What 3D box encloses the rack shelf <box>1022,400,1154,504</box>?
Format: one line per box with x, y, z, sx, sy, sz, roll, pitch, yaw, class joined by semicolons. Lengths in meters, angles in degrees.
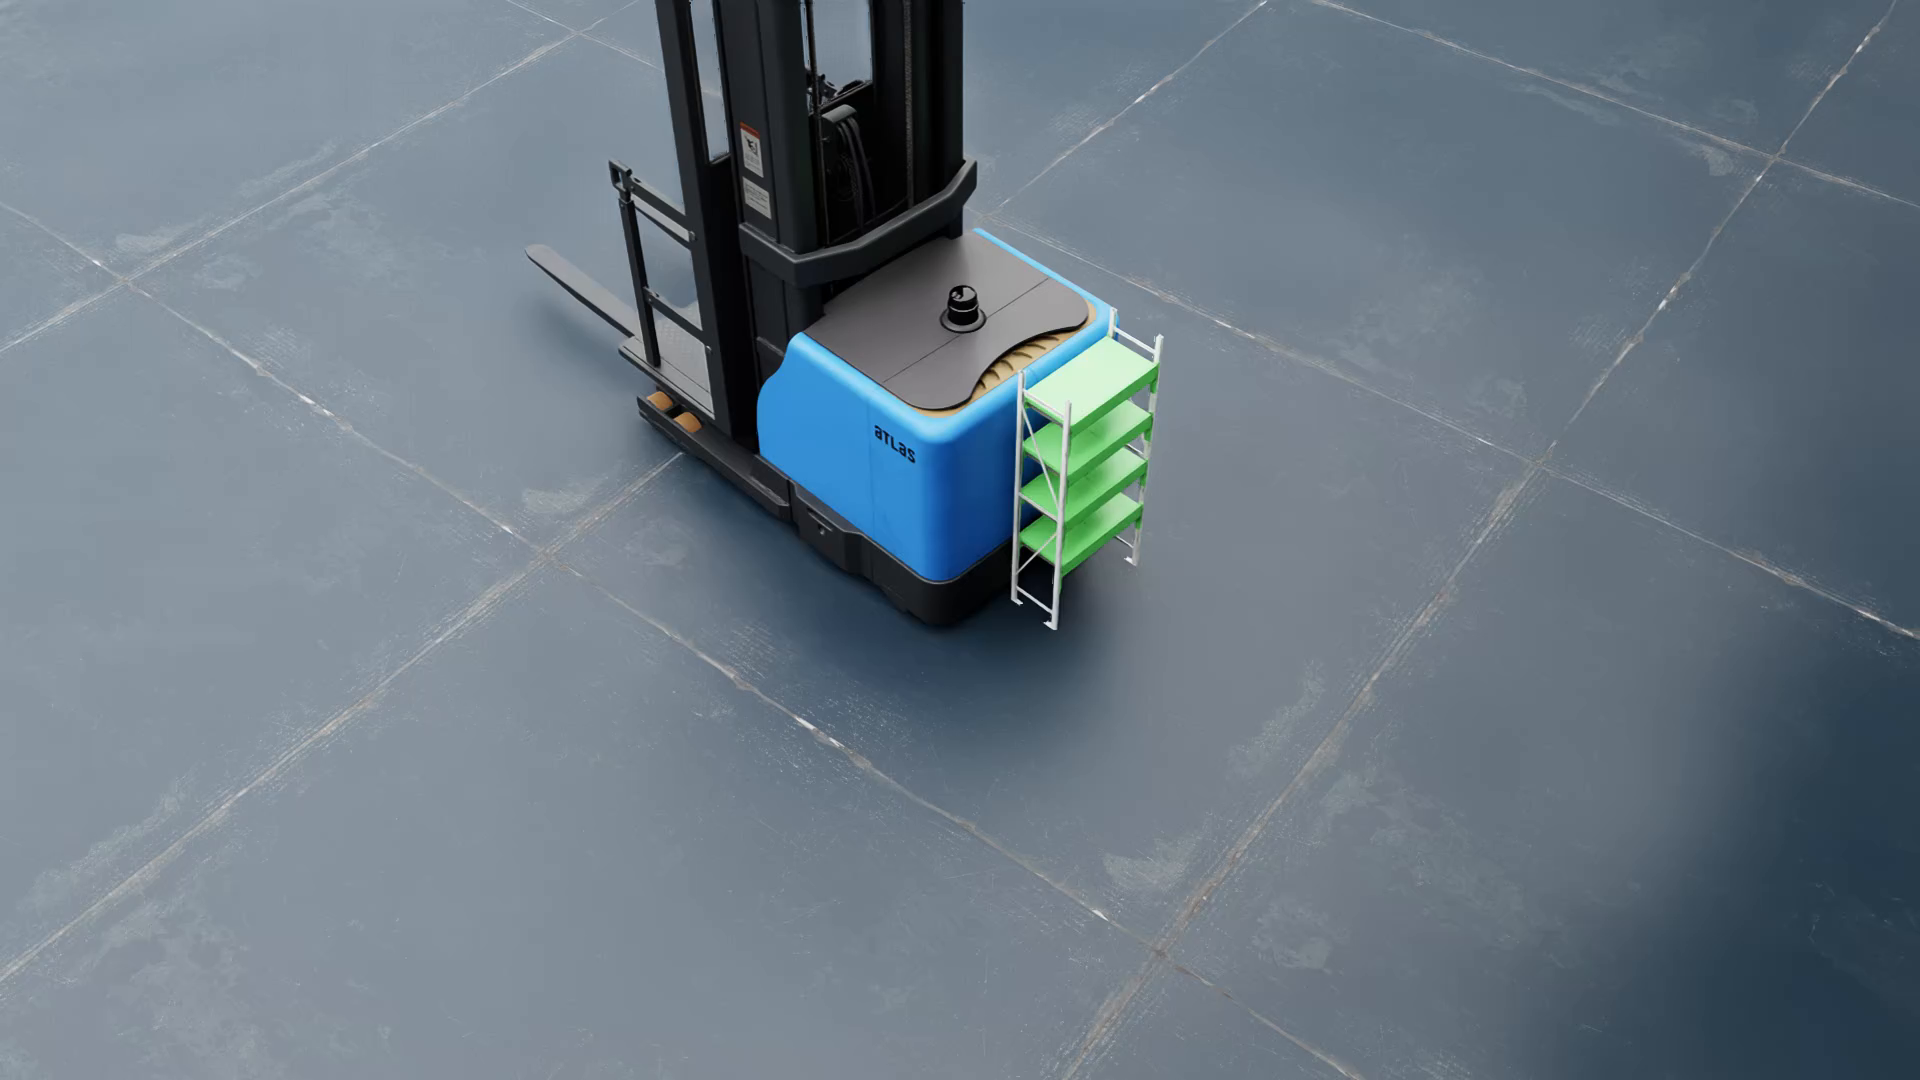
0.466;-0.366;6.191;0.258;0.148;0.480;36;56;29;rack shelf

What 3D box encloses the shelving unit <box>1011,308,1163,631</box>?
0.466;-0.244;6.318;0.258;1.200;0.503;36;56;29;shelving unit

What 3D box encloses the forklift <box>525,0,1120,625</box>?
-0.776;-1.641;6.455;1.130;2.935;3.031;-36;56;-29;forklift

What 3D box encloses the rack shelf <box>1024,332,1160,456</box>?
0.466;-0.532;6.017;0.258;0.148;0.480;36;56;29;rack shelf

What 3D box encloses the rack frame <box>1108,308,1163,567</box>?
0.638;-0.370;6.438;0.240;1.200;0.015;36;56;29;rack frame

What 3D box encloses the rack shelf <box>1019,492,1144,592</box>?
0.466;-0.034;6.538;0.258;0.148;0.480;36;56;29;rack shelf

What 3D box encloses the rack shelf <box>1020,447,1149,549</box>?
0.466;-0.200;6.365;0.258;0.148;0.480;36;56;29;rack shelf

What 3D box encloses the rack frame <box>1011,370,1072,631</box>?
0.295;-0.119;6.198;0.240;1.200;0.015;36;56;29;rack frame
